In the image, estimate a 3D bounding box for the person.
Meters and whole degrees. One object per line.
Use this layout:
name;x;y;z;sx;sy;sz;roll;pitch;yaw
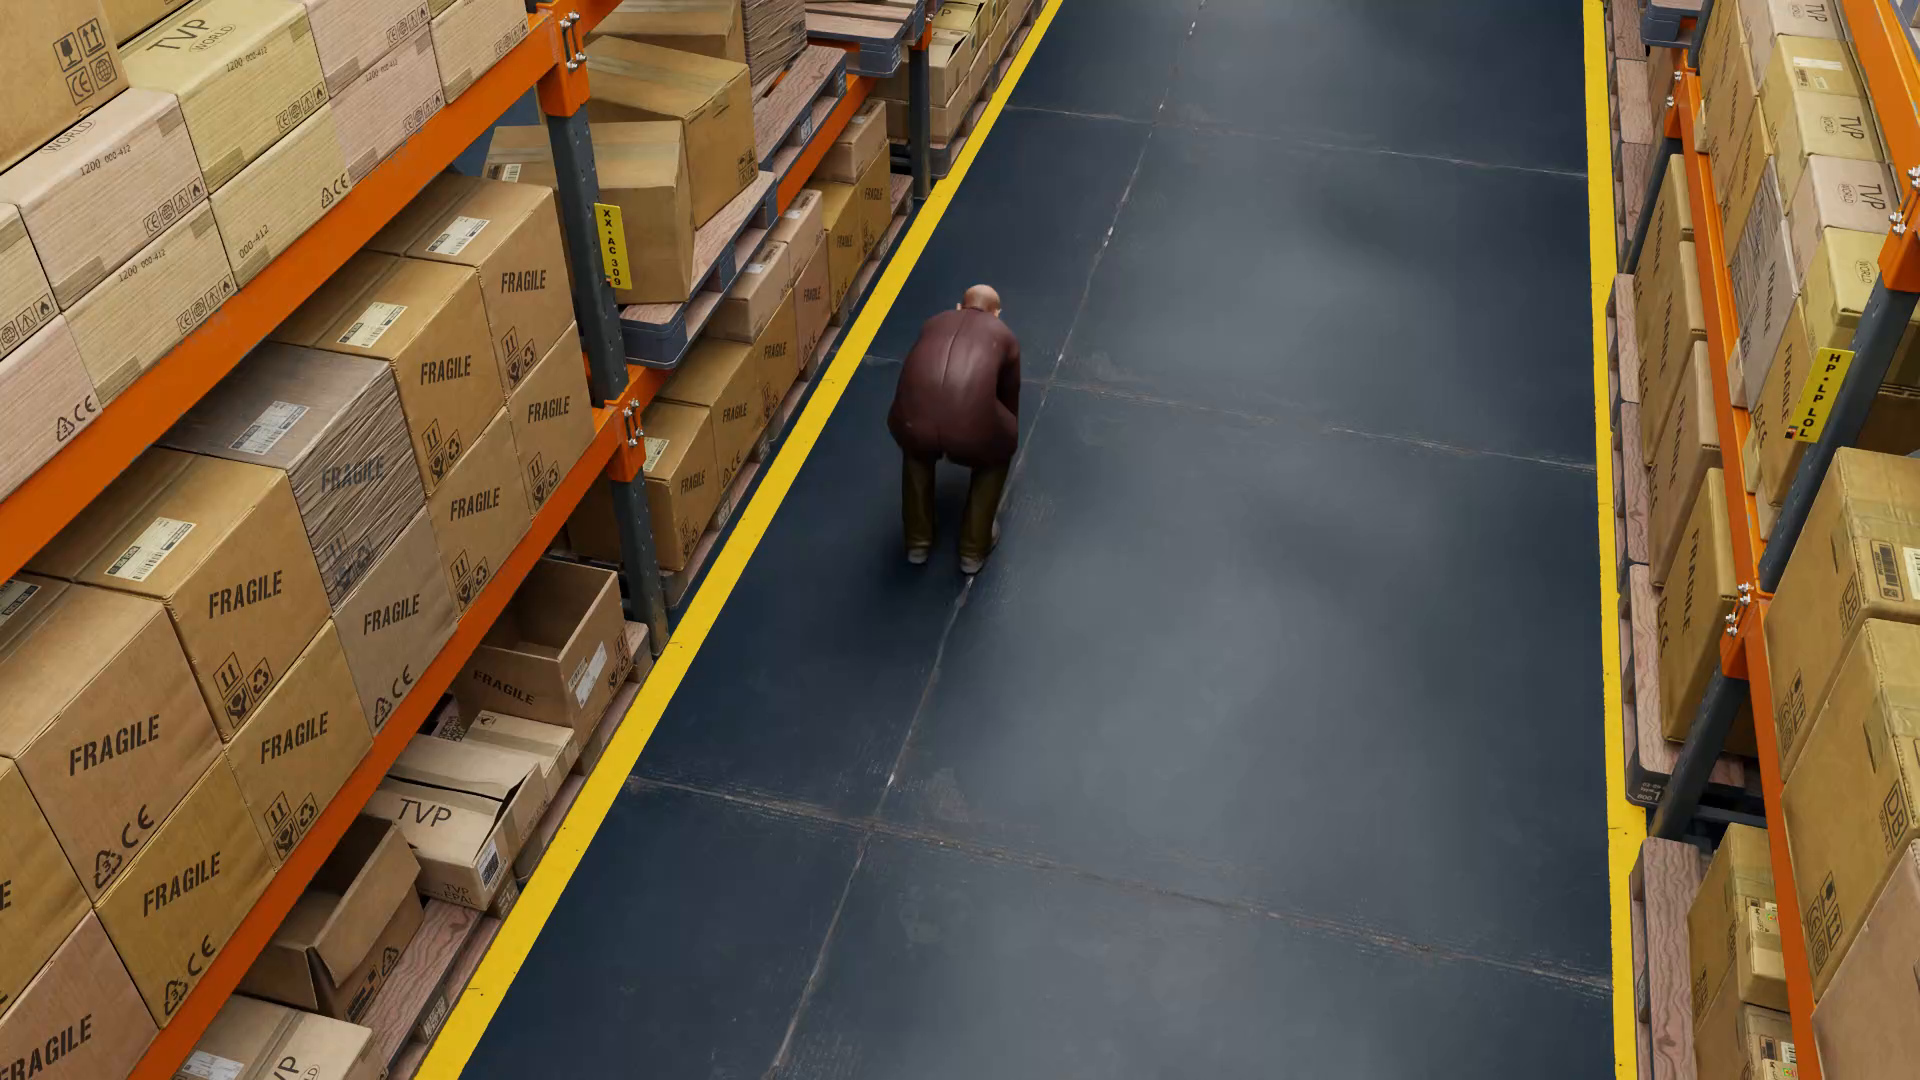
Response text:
person;0.009;-0.520;7.298;0.577;1.101;0.951;8;41;10
